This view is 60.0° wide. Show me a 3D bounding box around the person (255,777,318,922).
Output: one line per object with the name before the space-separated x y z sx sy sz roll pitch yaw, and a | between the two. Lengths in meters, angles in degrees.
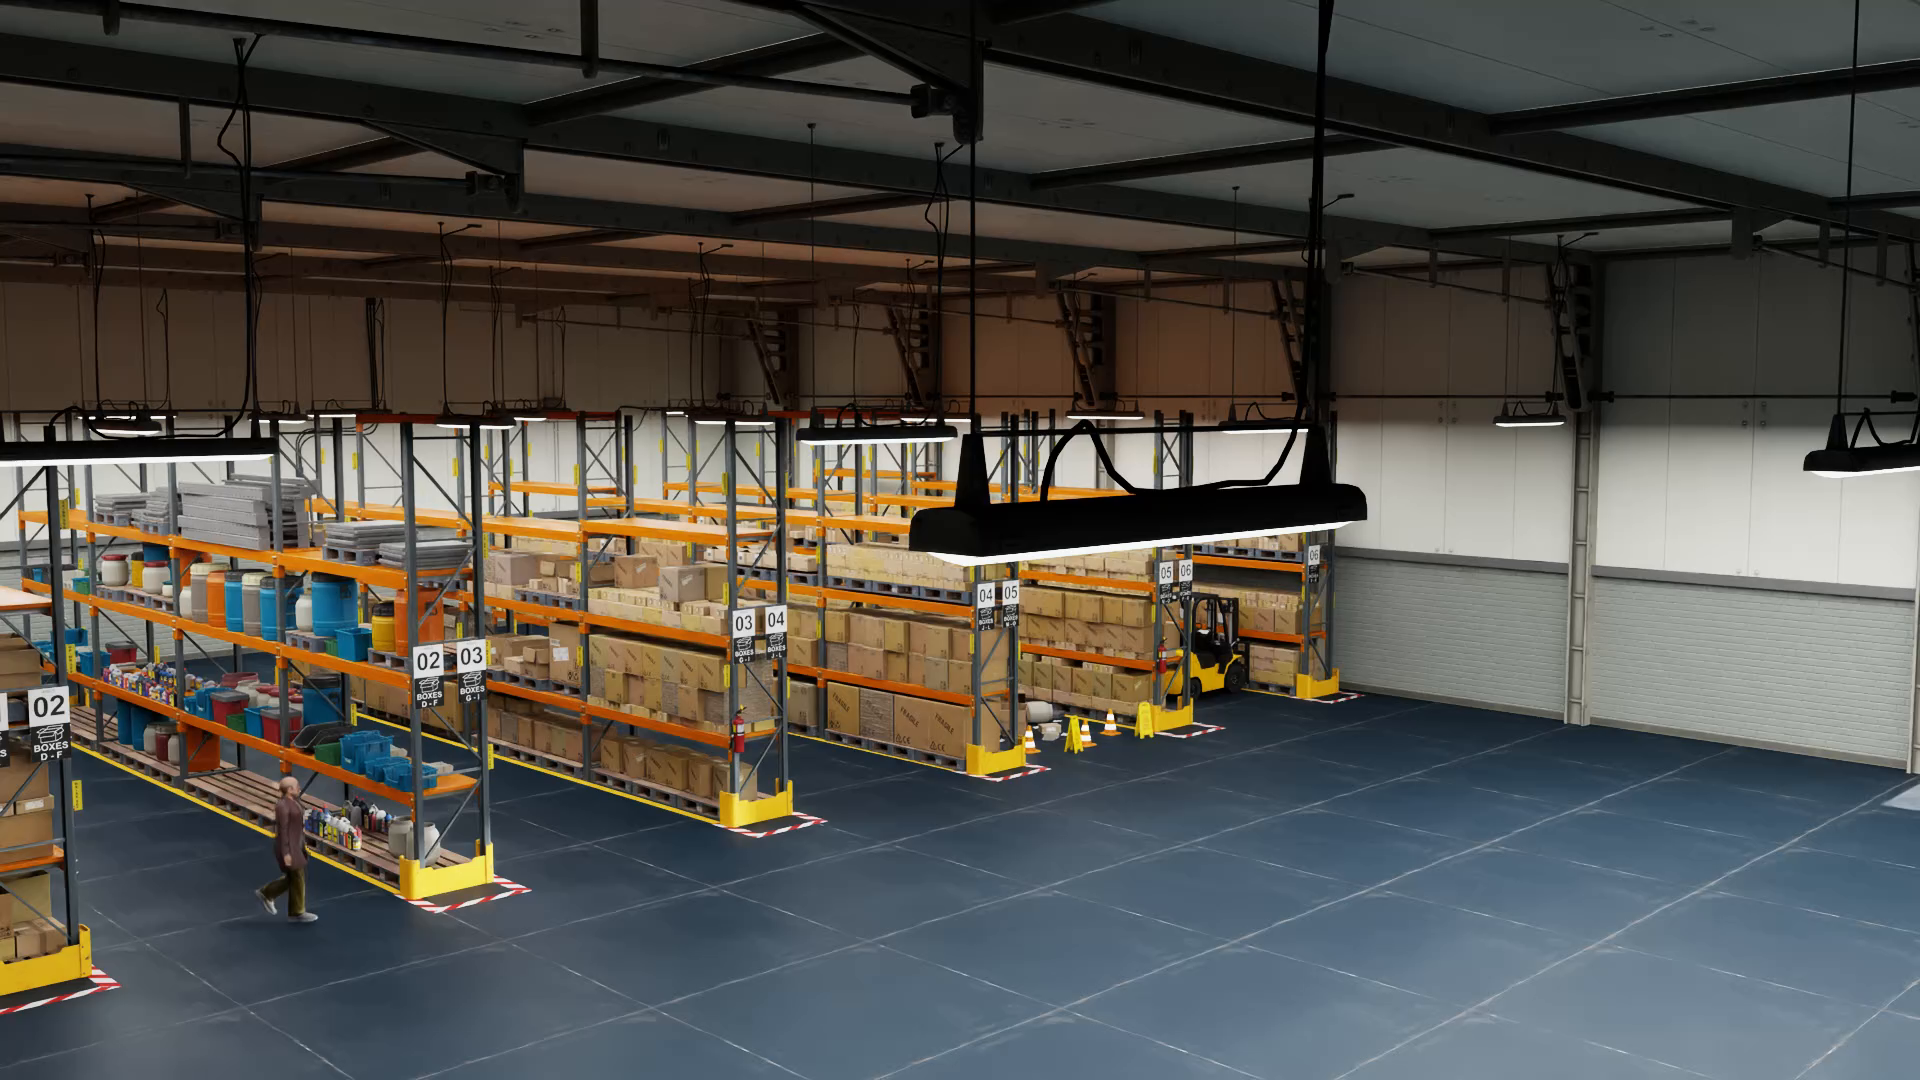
person | -8.106 3.700 19.949 0.793 1.757 0.584 0 5 -1

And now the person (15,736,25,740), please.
person | -13.155 3.513 23.106 0.548 1.657 0.536 4 6 36
